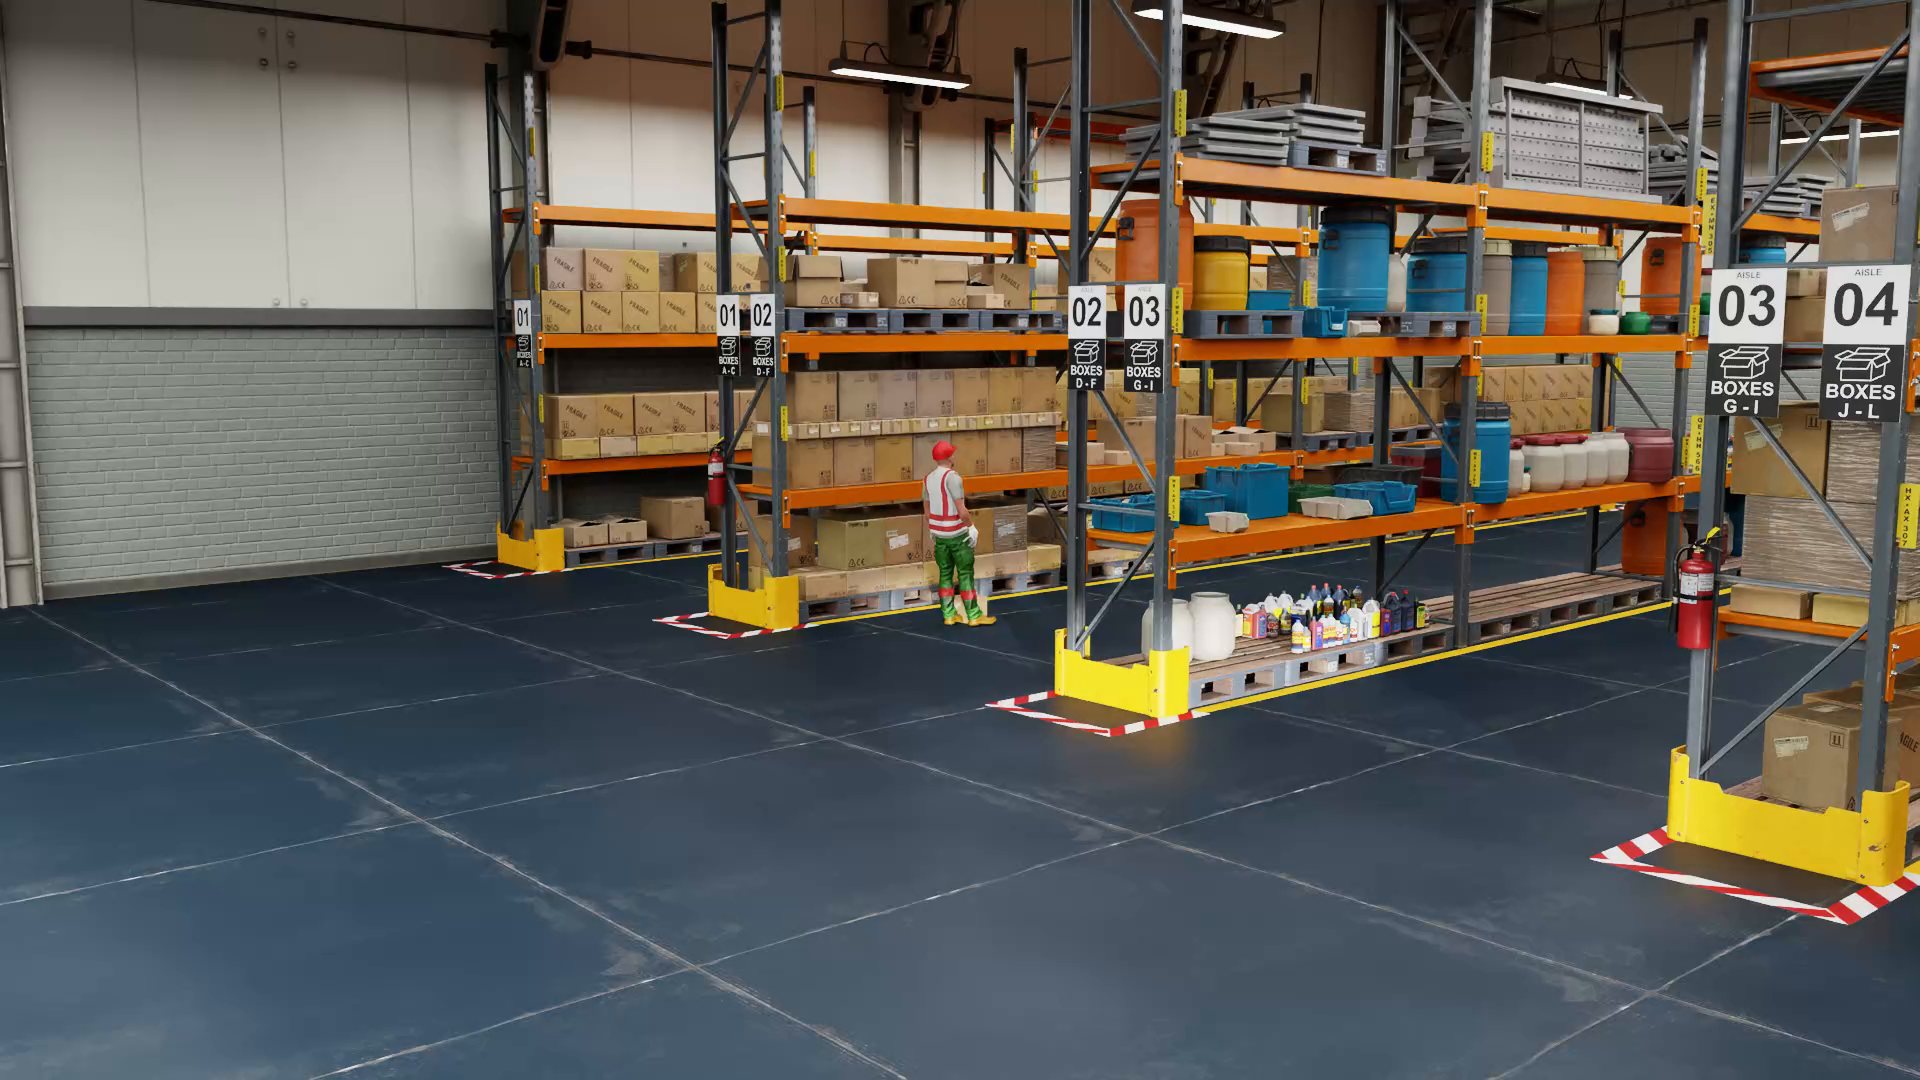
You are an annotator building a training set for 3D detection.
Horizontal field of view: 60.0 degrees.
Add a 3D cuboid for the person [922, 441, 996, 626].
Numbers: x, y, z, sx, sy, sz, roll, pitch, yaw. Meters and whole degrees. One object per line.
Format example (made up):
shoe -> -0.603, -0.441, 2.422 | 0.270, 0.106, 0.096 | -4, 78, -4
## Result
person -> -0.031, -0.074, 16.189 | 0.561, 1.790, 0.638 | -6, 10, -41
